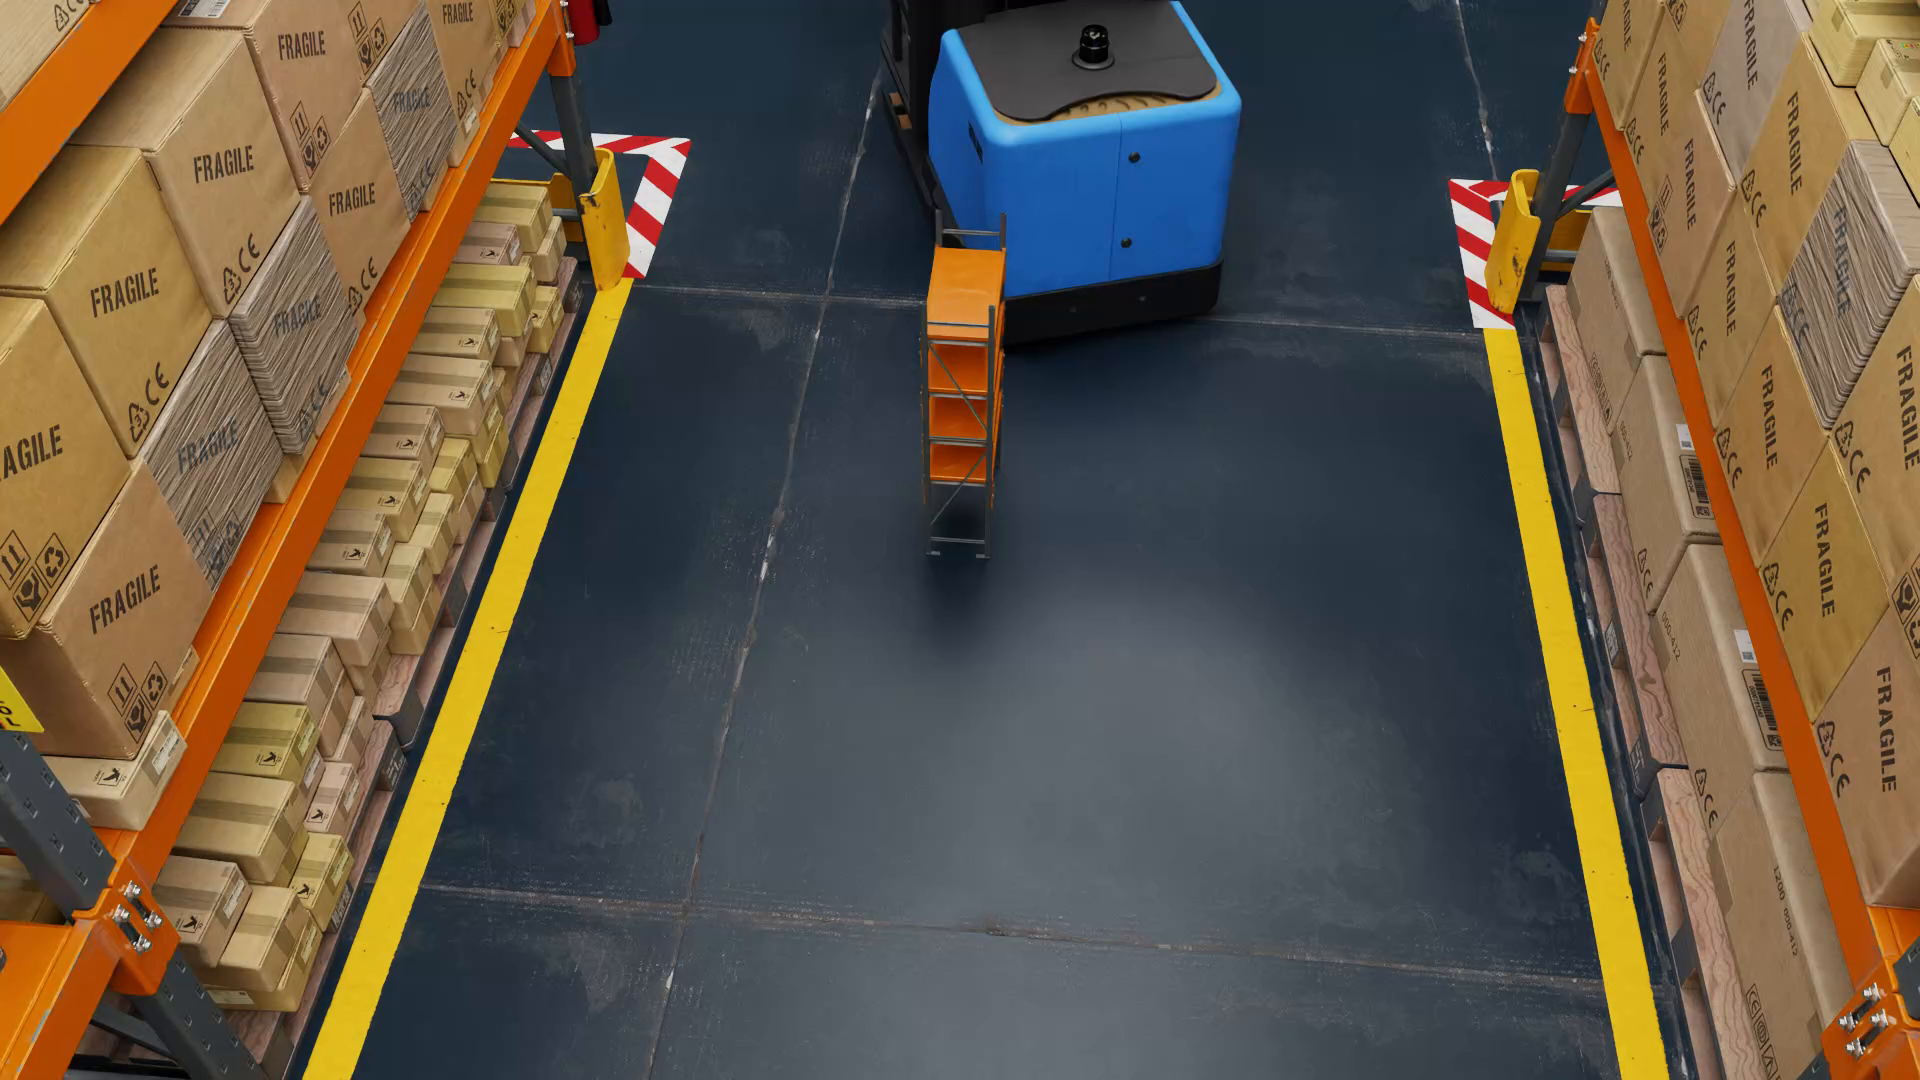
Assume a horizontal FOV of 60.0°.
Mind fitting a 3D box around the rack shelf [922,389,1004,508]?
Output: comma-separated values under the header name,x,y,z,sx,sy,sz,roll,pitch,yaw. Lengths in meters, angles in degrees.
name,x,y,z,sx,sy,sz,roll,pitch,yaw
rack shelf,0.015,-0.347,6.115,0.258,0.148,0.480,4,48,4

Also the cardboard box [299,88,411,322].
name,x,y,z,sx,sy,sz,roll,pitch,yaw
cardboard box,-1.987,-0.985,4.849,0.500,0.500,0.500,6,48,5

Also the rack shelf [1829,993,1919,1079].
name,x,y,z,sx,sy,sz,roll,pitch,yaw
rack shelf,2.334,2.595,2.331,1.077,0.370,4.000,4,48,4

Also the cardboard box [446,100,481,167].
name,x,y,z,sx,sy,sz,roll,pitch,yaw
cardboard box,-1.874,-1.417,5.684,0.380,0.149,0.250,5,48,5

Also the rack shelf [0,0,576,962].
name,x,y,z,sx,sy,sz,roll,pitch,yaw
rack shelf,-2.240,-0.603,5.256,1.077,0.370,4.000,4,48,4

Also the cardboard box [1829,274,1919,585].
name,x,y,z,sx,sy,sz,roll,pitch,yaw
cardboard box,2.339,-0.226,3.679,0.500,0.500,0.500,3,48,3

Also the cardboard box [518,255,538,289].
name,x,y,z,sx,sy,sz,roll,pitch,yaw
cardboard box,-1.899,-1.000,6.577,0.380,0.149,0.250,3,48,3

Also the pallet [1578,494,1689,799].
name,x,y,z,sx,sy,sz,roll,pitch,yaw
pallet,2.772,0.371,5.767,1.003,0.211,1.213,4,48,4

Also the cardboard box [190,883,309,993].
name,x,y,z,sx,sy,sz,roll,pitch,yaw
cardboard box,-2.070,1.099,4.658,0.380,0.149,0.250,6,48,5

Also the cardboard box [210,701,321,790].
name,x,y,z,sx,sy,sz,roll,pitch,yaw
cardboard box,-2.126,0.617,4.897,0.380,0.149,0.250,3,48,3

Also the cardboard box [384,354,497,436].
name,x,y,z,sx,sy,sz,roll,pitch,yaw
cardboard box,-1.886,-0.523,5.940,0.380,0.149,0.250,5,48,5

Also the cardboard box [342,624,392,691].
name,x,y,z,sx,sy,sz,roll,pitch,yaw
cardboard box,-2.075,0.327,5.364,0.380,0.149,0.250,6,48,5

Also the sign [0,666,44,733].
name,x,y,z,sx,sy,sz,roll,pitch,yaw
sign,-1.869,0.268,3.187,0.100,0.325,0.005,4,48,4

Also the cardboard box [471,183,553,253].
name,x,y,z,sx,sy,sz,roll,pitch,yaw
cardboard box,-1.854,-1.290,6.641,0.380,0.149,0.250,4,48,4

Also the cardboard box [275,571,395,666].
name,x,y,z,sx,sy,sz,roll,pitch,yaw
cardboard box,-2.021,0.242,5.240,0.380,0.149,0.250,5,48,4

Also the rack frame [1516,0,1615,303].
name,x,y,z,sx,sy,sz,roll,pitch,yaw
rack frame,2.881,-2.057,6.098,1.000,3.000,0.127,4,48,4

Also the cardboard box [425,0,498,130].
name,x,y,z,sx,sy,sz,roll,pitch,yaw
cardboard box,-1.894,-1.724,5.524,0.500,0.500,0.500,3,48,3

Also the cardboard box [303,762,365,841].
name,x,y,z,sx,sy,sz,roll,pitch,yaw
cardboard box,-2.074,0.817,5.118,0.380,0.149,0.250,4,48,3

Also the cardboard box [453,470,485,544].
name,x,y,z,sx,sy,sz,roll,pitch,yaw
cardboard box,-1.946,-0.136,5.989,0.380,0.149,0.250,5,48,4

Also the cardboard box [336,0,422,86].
name,x,y,z,sx,sy,sz,roll,pitch,yaw
cardboard box,-1.936,-1.679,4.806,0.500,0.500,0.500,6,48,5

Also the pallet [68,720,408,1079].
name,x,y,z,sx,sy,sz,roll,pitch,yaw
pallet,-2.396,1.069,5.129,1.003,0.211,1.213,4,48,4

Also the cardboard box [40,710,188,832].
name,x,y,z,sx,sy,sz,roll,pitch,yaw
cardboard box,-2.071,0.523,3.909,0.380,0.149,0.250,5,48,5

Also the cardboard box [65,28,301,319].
name,x,y,z,sx,sy,sz,roll,pitch,yaw
cardboard box,-2.030,-0.913,4.105,0.500,0.500,0.500,5,48,4

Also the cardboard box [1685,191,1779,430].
name,x,y,z,sx,sy,sz,roll,pitch,yaw
cardboard box,2.440,-0.642,4.736,0.500,0.500,0.500,5,48,5

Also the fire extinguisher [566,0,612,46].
name,x,y,z,sx,sy,sz,roll,pitch,yaw
fire extinguisher,-1.575,-2.317,6.642,0.296,0.674,0.183,4,48,4

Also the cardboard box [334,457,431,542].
name,x,y,z,sx,sy,sz,roll,pitch,yaw
cardboard box,-2.017,-0.142,5.591,0.380,0.149,0.250,4,48,4

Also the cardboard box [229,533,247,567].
name,x,y,z,sx,sy,sz,roll,pitch,yaw
cardboard box,-2.118,-0.071,4.452,0.380,0.149,0.250,2,48,2

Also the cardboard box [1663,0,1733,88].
name,x,y,z,sx,sy,sz,roll,pitch,yaw
cardboard box,2.513,-1.714,5.040,0.500,0.500,0.500,3,48,2

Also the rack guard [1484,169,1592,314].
name,x,y,z,sx,sy,sz,roll,pitch,yaw
rack guard,2.883,-1.231,7.037,1.175,0.500,0.348,4,48,4

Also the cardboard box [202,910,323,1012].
name,x,y,z,sx,sy,sz,roll,pitch,yaw
cardboard box,-2.069,1.199,4.768,0.380,0.149,0.250,2,48,2

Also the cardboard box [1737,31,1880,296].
name,x,y,z,sx,sy,sz,roll,pitch,yaw
cardboard box,2.430,-0.969,4.358,0.500,0.500,0.500,4,48,4

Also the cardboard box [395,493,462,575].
name,x,y,z,sx,sy,sz,roll,pitch,yaw
cardboard box,-1.941,-0.033,5.694,0.380,0.149,0.250,4,48,4

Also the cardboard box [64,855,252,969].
name,x,y,z,sx,sy,sz,roll,pitch,yaw
cardboard box,-2.185,1.004,4.543,0.380,0.149,0.250,6,48,5

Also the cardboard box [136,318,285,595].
name,x,y,z,sx,sy,sz,roll,pitch,yaw
cardboard box,-2.088,-0.221,4.150,0.500,0.500,0.500,4,48,4

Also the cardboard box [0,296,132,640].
name,x,y,z,sx,sy,sz,roll,pitch,yaw
cardboard box,-2.138,-0.163,3.419,0.500,0.500,0.500,5,48,4

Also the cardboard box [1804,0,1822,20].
name,x,y,z,sx,sy,sz,roll,pitch,yaw
cardboard box,2.440,-1.452,4.360,0.380,0.149,0.250,4,48,4

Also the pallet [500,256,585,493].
name,x,y,z,sx,sy,sz,roll,pitch,yaw
pallet,-2.174,-0.724,6.769,1.003,0.211,1.213,4,48,4

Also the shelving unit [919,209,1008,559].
name,x,y,z,sx,sy,sz,roll,pitch,yaw
shelving unit,0.015,-0.527,5.918,0.258,1.200,0.503,4,48,4

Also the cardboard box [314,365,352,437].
name,x,y,z,sx,sy,sz,roll,pitch,yaw
cardboard box,-1.999,-0.448,4.797,0.380,0.149,0.250,6,48,5

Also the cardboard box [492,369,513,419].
name,x,y,z,sx,sy,sz,roll,pitch,yaw
cardboard box,-1.940,-0.528,6.347,0.380,0.149,0.250,4,48,4

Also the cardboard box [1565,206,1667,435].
name,x,y,z,sx,sy,sz,roll,pitch,yaw
cardboard box,2.920,-0.842,6.439,0.875,0.438,0.875,2,48,2

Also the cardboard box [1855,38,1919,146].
name,x,y,z,sx,sy,sz,roll,pitch,yaw
cardboard box,2.414,-1.072,4.013,0.380,0.149,0.250,4,48,4

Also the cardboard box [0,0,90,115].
name,x,y,z,sx,sy,sz,roll,pitch,yaw
cardboard box,-2.081,-1.029,3.227,0.500,0.250,0.500,3,48,3

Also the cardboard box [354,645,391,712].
name,x,y,z,sx,sy,sz,roll,pitch,yaw
cardboard box,-2.111,0.427,5.474,0.380,0.149,0.250,2,48,2

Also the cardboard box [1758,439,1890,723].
name,x,y,z,sx,sy,sz,roll,pitch,yaw
cardboard box,2.346,0.113,4.047,0.500,0.500,0.500,3,48,3

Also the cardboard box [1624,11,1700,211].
name,x,y,z,sx,sy,sz,roll,pitch,yaw
cardboard box,2.533,-1.383,5.415,0.500,0.500,0.500,3,48,3

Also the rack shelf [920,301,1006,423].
name,x,y,z,sx,sy,sz,roll,pitch,yaw
rack shelf,0.015,-0.632,5.803,0.258,0.148,0.480,4,48,4

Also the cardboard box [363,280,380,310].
name,x,y,z,sx,sy,sz,roll,pitch,yaw
cardboard box,-2.019,-0.835,5.151,0.380,0.149,0.250,5,48,4

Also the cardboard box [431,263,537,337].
name,x,y,z,sx,sy,sz,roll,pitch,yaw
cardboard box,-1.831,-0.910,6.294,0.380,0.149,0.250,3,48,3

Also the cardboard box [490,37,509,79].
name,x,y,z,sx,sy,sz,roll,pitch,yaw
cardboard box,-1.866,-1.792,6.026,0.380,0.149,0.250,4,48,3

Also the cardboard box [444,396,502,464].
name,x,y,z,sx,sy,sz,roll,pitch,yaw
cardboard box,-1.901,-0.425,6.052,0.380,0.149,0.250,5,48,4

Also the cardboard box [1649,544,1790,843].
name,x,y,z,sx,sy,sz,roll,pitch,yaw
cardboard box,2.762,0.494,5.217,0.875,0.438,0.875,3,48,2

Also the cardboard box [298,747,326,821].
name,x,y,z,sx,sy,sz,roll,pitch,yaw
cardboard box,-2.150,0.726,4.999,0.380,0.149,0.250,4,48,3

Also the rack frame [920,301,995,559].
name,x,y,z,sx,sy,sz,roll,pitch,yaw
rack frame,-0.007,-0.347,5.755,0.240,1.200,0.015,4,48,4

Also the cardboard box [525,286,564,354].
name,x,y,z,sx,sy,sz,roll,pitch,yaw
cardboard box,-1.821,-0.898,6.686,0.380,0.149,0.250,5,48,5

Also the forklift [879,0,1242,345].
name,x,y,z,sx,sy,sz,roll,pitch,yaw
forklift,0.251,-2.911,6.926,1.130,2.935,3.031,-10,48,-9
